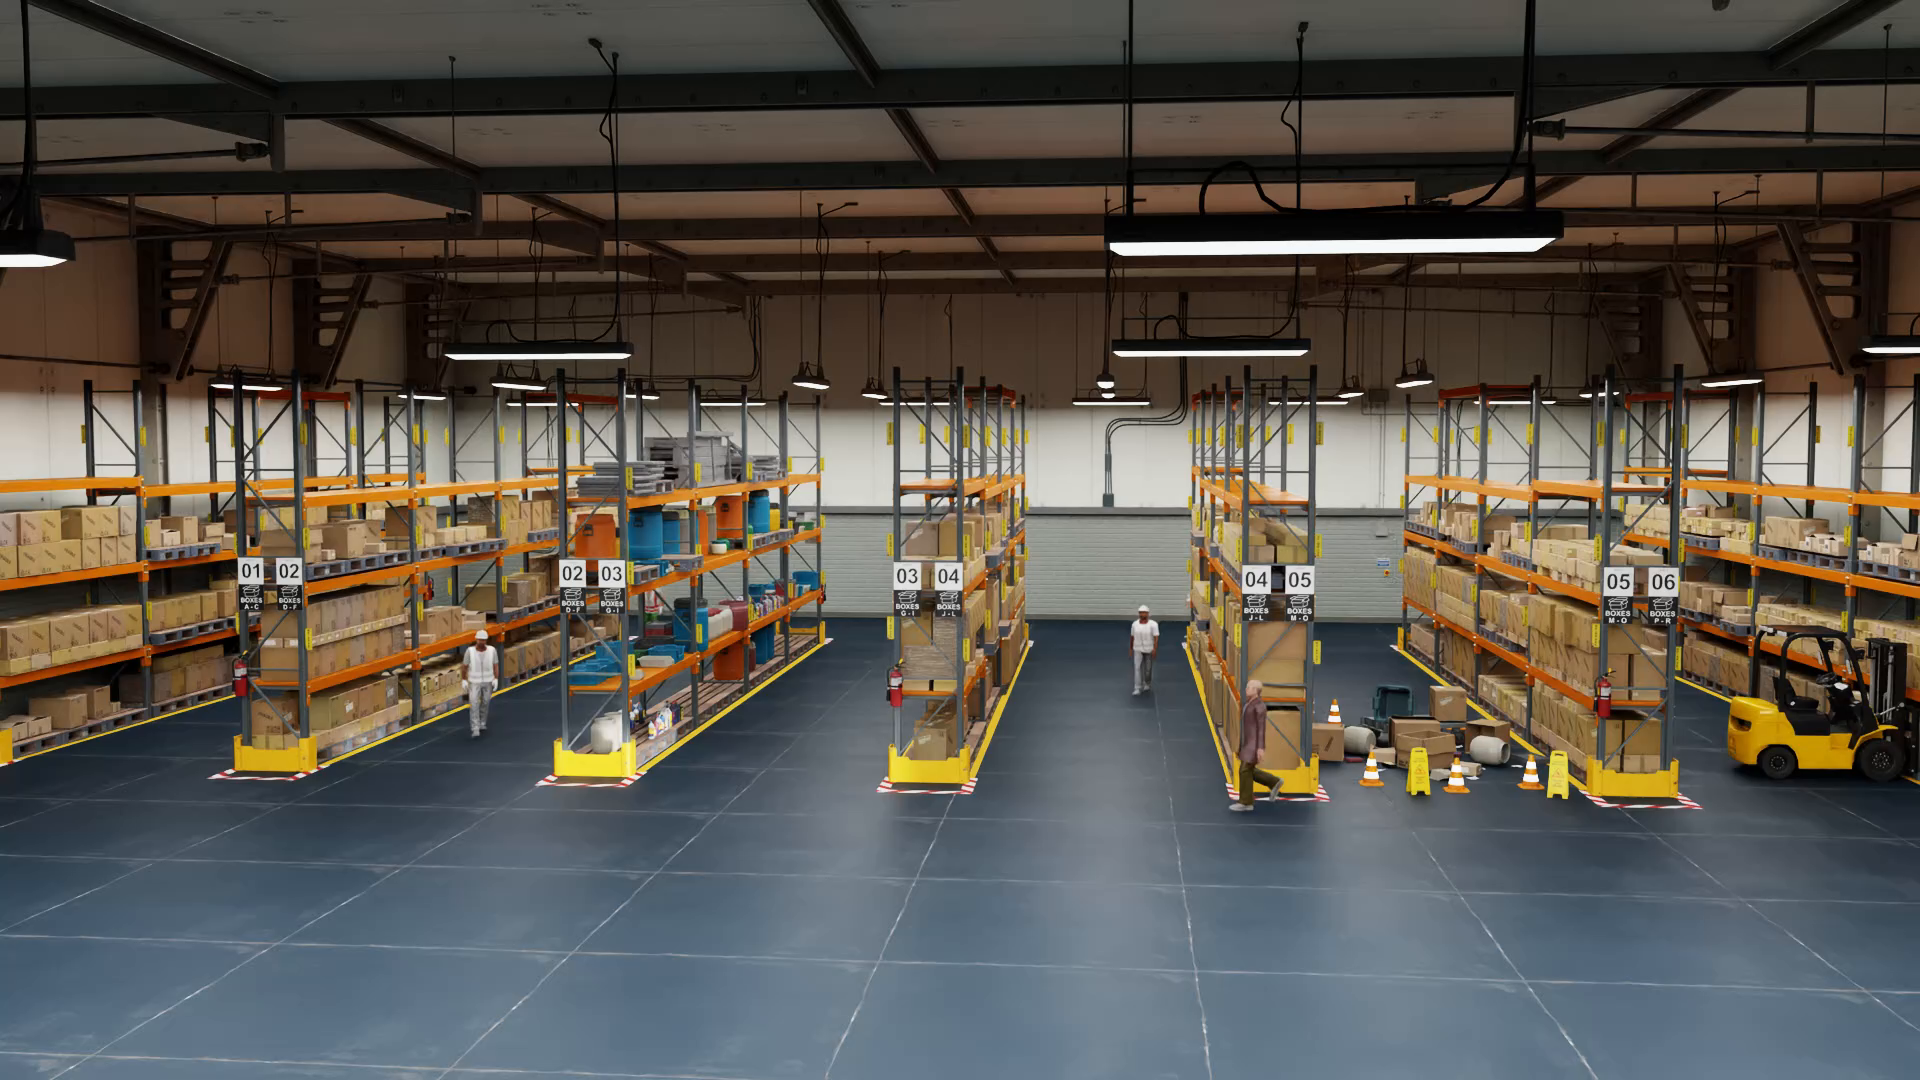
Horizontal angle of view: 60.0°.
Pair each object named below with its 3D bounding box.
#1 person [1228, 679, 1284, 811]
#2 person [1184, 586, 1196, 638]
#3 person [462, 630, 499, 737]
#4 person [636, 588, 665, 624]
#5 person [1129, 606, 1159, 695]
[{"bbox_3d":[3.976,2.733,22.225,0.842,1.743,0.602,-1,4,-11],"label":"person"},{"bbox_3d":[5.859,1.649,41.316,0.991,1.536,0.419,-3,4,-37],"label":"person"},{"bbox_3d":[-8.018,2.373,27.875,0.574,1.725,0.993,-2,4,-29],"label":"person"},{"bbox_3d":[-7.348,1.714,39.478,0.646,1.686,0.632,1,4,12],"label":"person"},{"bbox_3d":[3.558,2.127,32.175,0.594,1.701,1.072,1,4,9],"label":"person"}]
